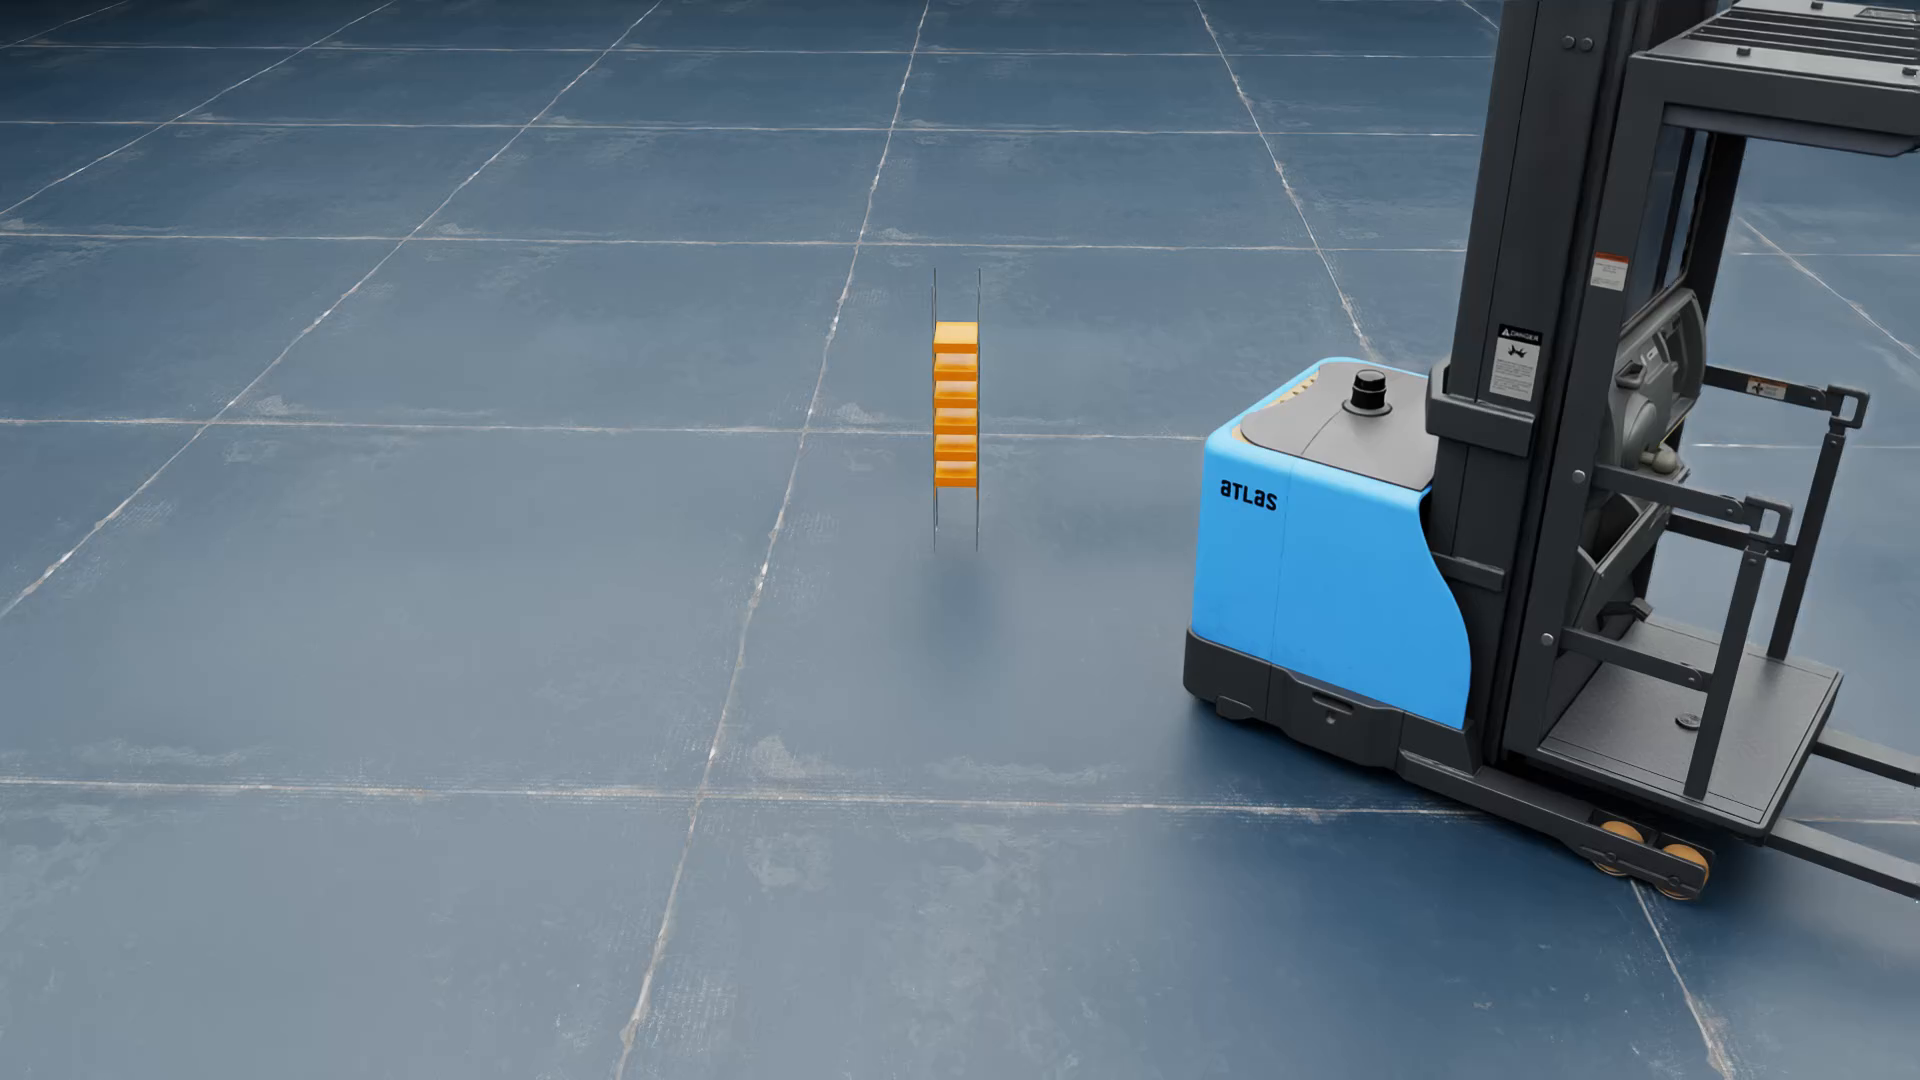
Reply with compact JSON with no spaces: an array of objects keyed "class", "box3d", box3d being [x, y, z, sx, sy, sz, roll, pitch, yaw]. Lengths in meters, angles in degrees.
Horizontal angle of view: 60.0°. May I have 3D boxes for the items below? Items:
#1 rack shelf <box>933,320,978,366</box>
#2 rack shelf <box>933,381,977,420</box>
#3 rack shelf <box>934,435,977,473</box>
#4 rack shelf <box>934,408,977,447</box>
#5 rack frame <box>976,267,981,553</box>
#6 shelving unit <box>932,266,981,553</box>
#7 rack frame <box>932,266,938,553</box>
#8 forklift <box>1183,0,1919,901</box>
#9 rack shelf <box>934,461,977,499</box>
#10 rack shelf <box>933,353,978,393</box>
[{"class":"rack shelf","box3d":[-0.014,-0.809,6.822,0.180,0.103,0.258,1,28,2]},{"class":"rack shelf","box3d":[-0.014,-0.597,6.934,0.180,0.103,0.258,1,28,2]},{"class":"rack shelf","box3d":[-0.014,-0.385,7.046,0.180,0.103,0.258,1,28,2]},{"class":"rack shelf","box3d":[-0.014,-0.491,6.990,0.180,0.103,0.258,1,28,2]},{"class":"rack frame","box3d":[0.077,-0.529,6.967,0.006,1.200,0.240,1,28,2]},{"class":"shelving unit","box3d":[-0.014,-0.530,6.969,0.189,1.200,0.258,1,28,2]},{"class":"rack frame","box3d":[-0.106,-0.532,6.972,0.006,1.200,0.240,1,28,2]},{"class":"forklift","box3d":[2.302,-0.465,4.997,3.031,2.935,1.130,19,34,32]},{"class":"rack shelf","box3d":[-0.014,-0.279,7.103,0.180,0.103,0.258,1,28,2]},{"class":"rack shelf","box3d":[-0.014,-0.703,6.878,0.180,0.103,0.258,1,28,2]}]
